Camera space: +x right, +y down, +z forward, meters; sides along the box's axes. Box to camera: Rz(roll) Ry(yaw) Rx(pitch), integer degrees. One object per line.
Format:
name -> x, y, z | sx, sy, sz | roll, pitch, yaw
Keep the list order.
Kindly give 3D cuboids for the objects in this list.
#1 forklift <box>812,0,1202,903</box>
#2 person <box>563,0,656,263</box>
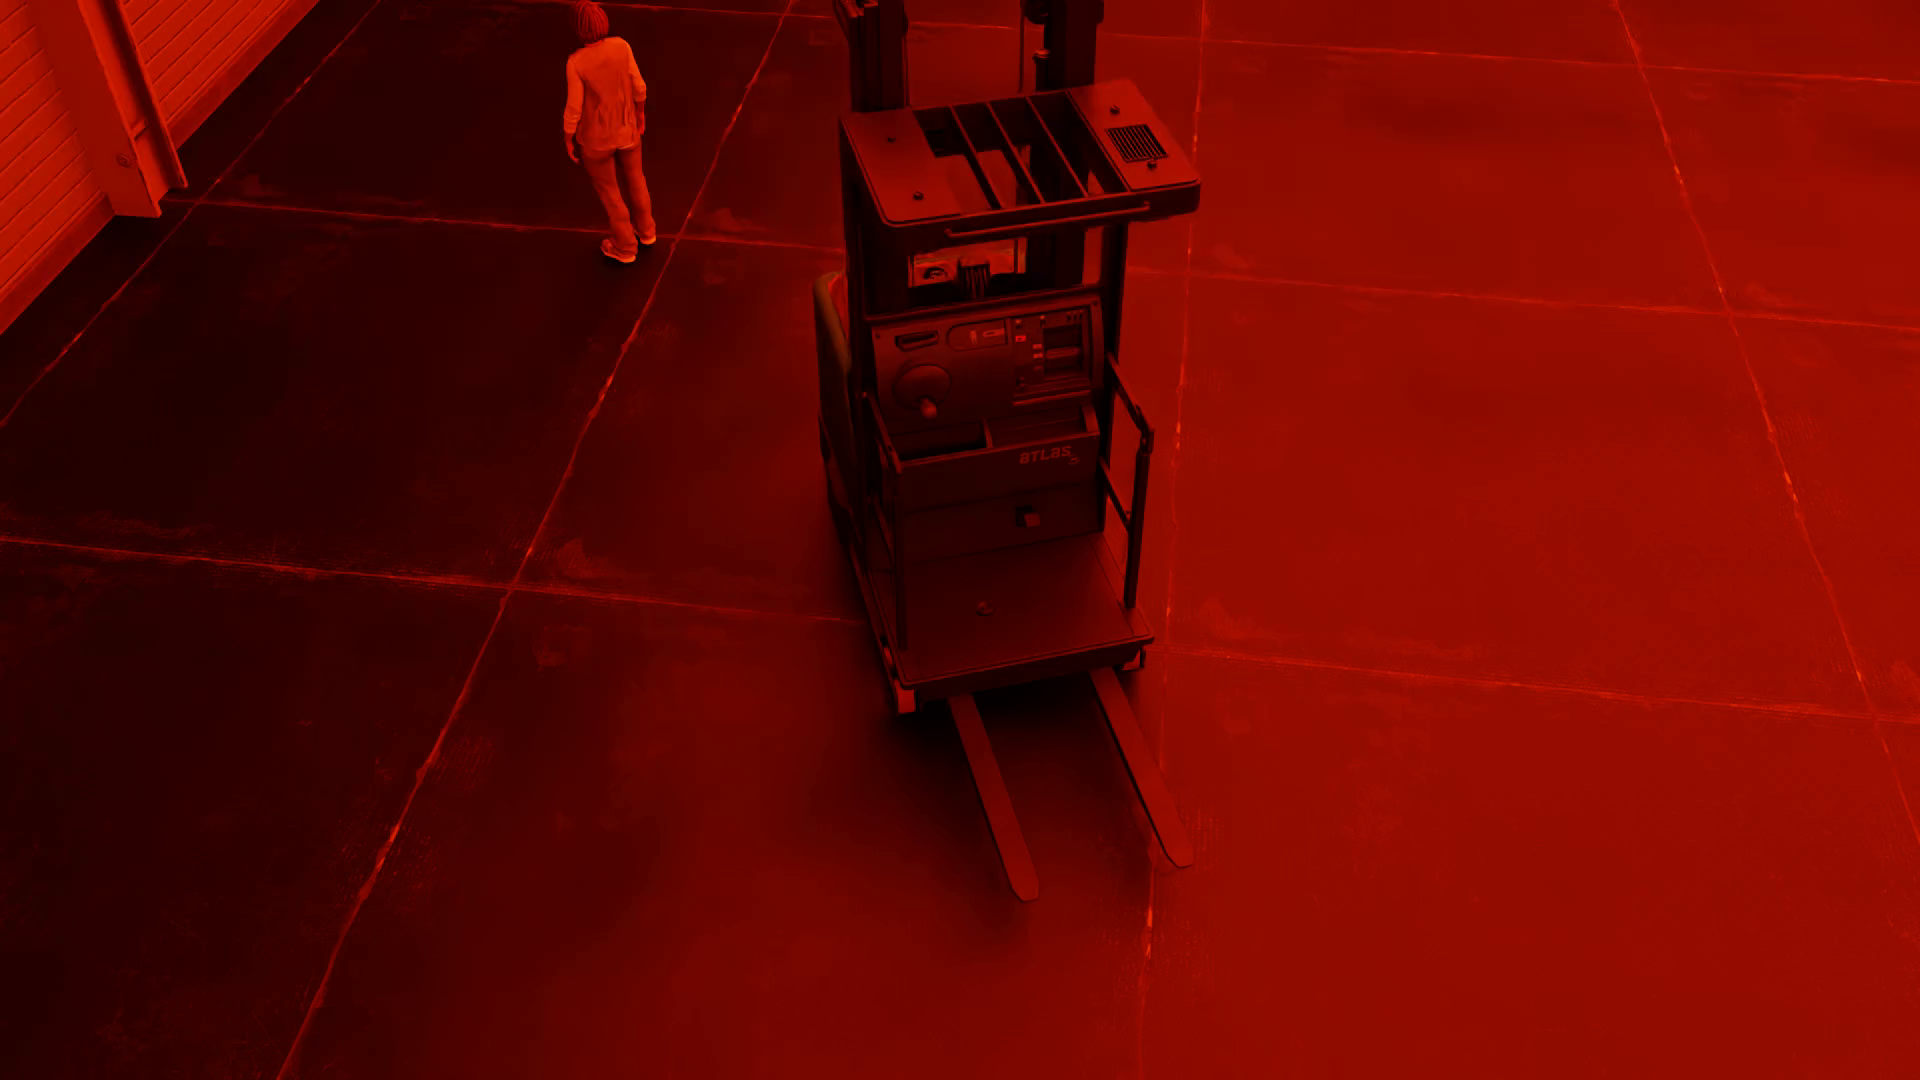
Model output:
forklift -> 0.172, -0.632, 6.412 | 1.130, 2.935, 3.031 | -10, 44, -11
person -> -1.964, -2.255, 9.156 | 0.517, 1.599, 0.471 | -27, 49, -26
